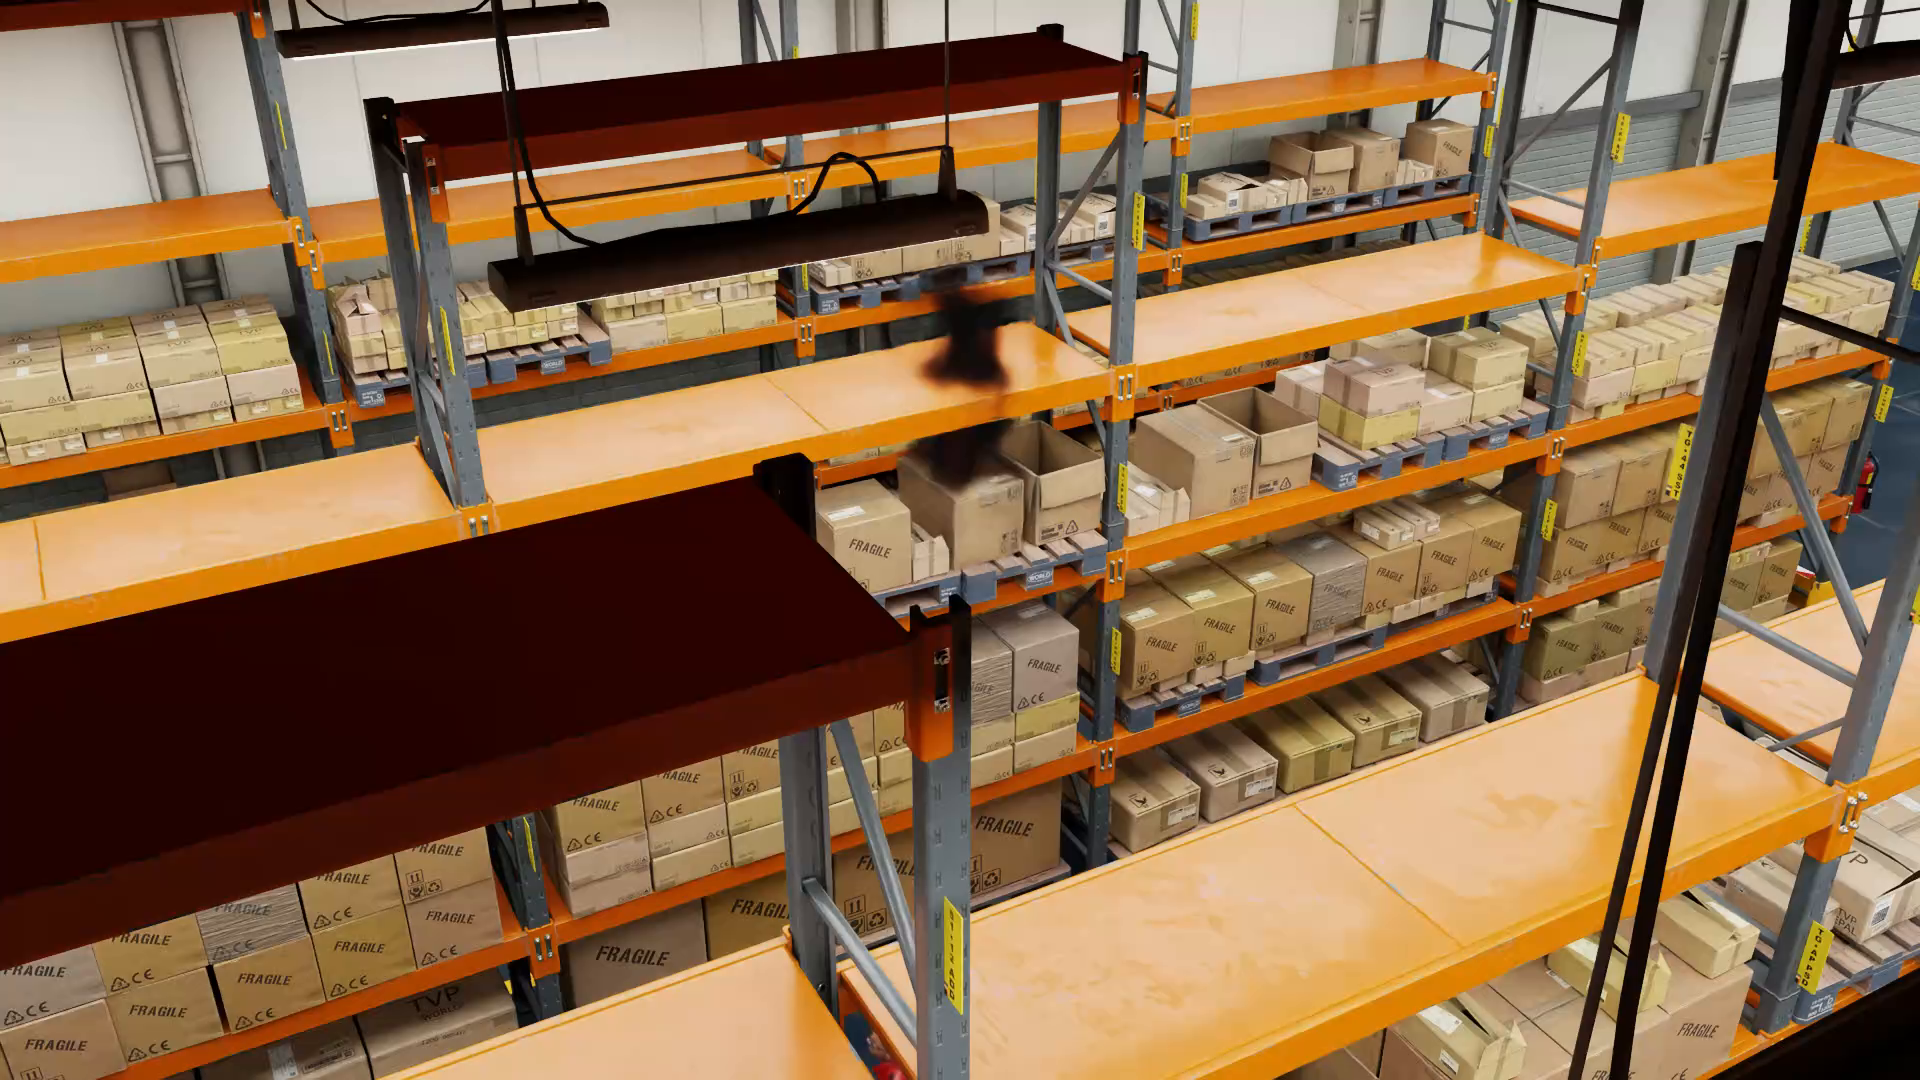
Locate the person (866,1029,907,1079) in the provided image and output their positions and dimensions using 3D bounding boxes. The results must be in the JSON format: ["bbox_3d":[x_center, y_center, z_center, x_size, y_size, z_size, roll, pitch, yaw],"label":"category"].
[{"bbox_3d":[-0.236,3.231,9.218,0.642,1.660,0.781,-3,28,-6],"label":"person"}]
